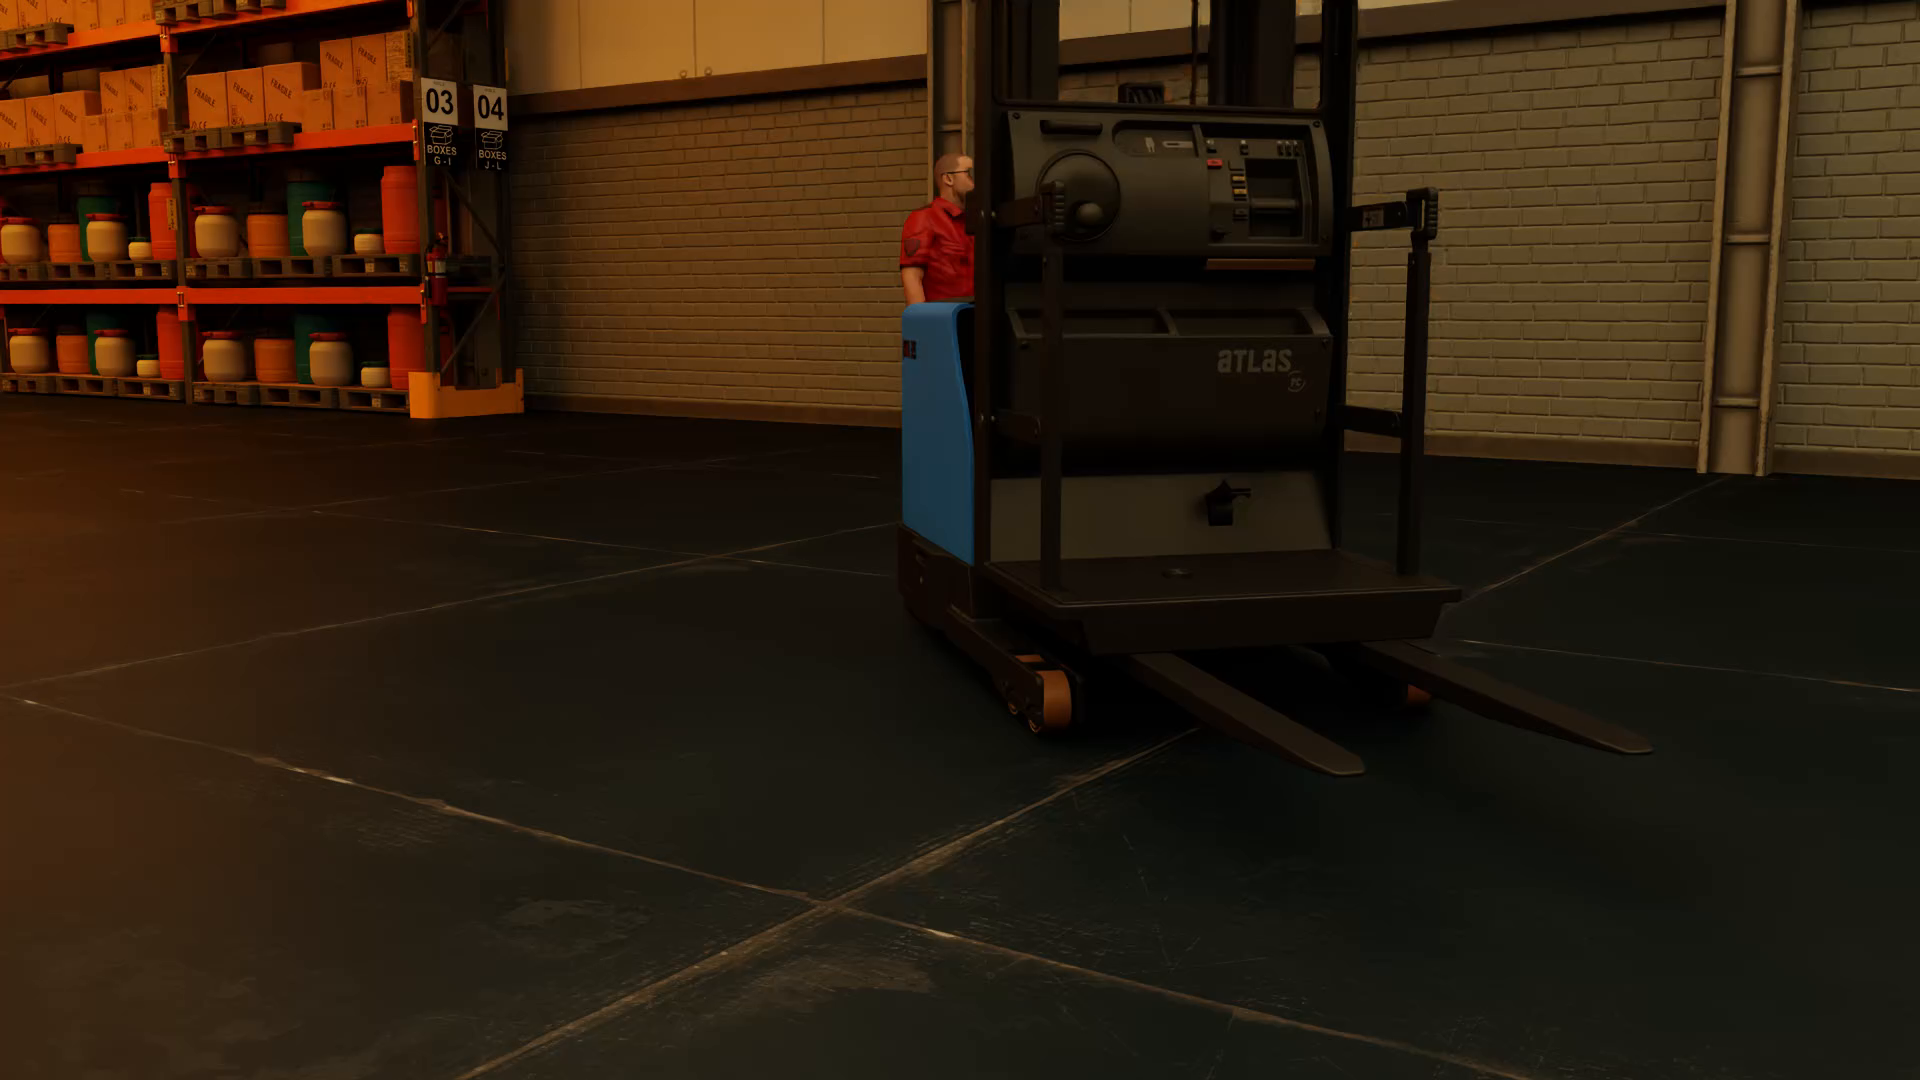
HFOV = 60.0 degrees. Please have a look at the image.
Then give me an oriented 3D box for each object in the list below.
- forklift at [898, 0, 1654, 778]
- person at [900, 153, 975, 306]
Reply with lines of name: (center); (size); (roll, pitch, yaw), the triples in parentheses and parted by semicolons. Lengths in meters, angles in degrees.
forklift: (0.639, -1.022, 4.381); (1.130, 2.935, 3.031); (-2, 8, -14)
person: (0.068, -0.854, 7.421); (0.551, 1.727, 0.640); (5, 10, 34)
